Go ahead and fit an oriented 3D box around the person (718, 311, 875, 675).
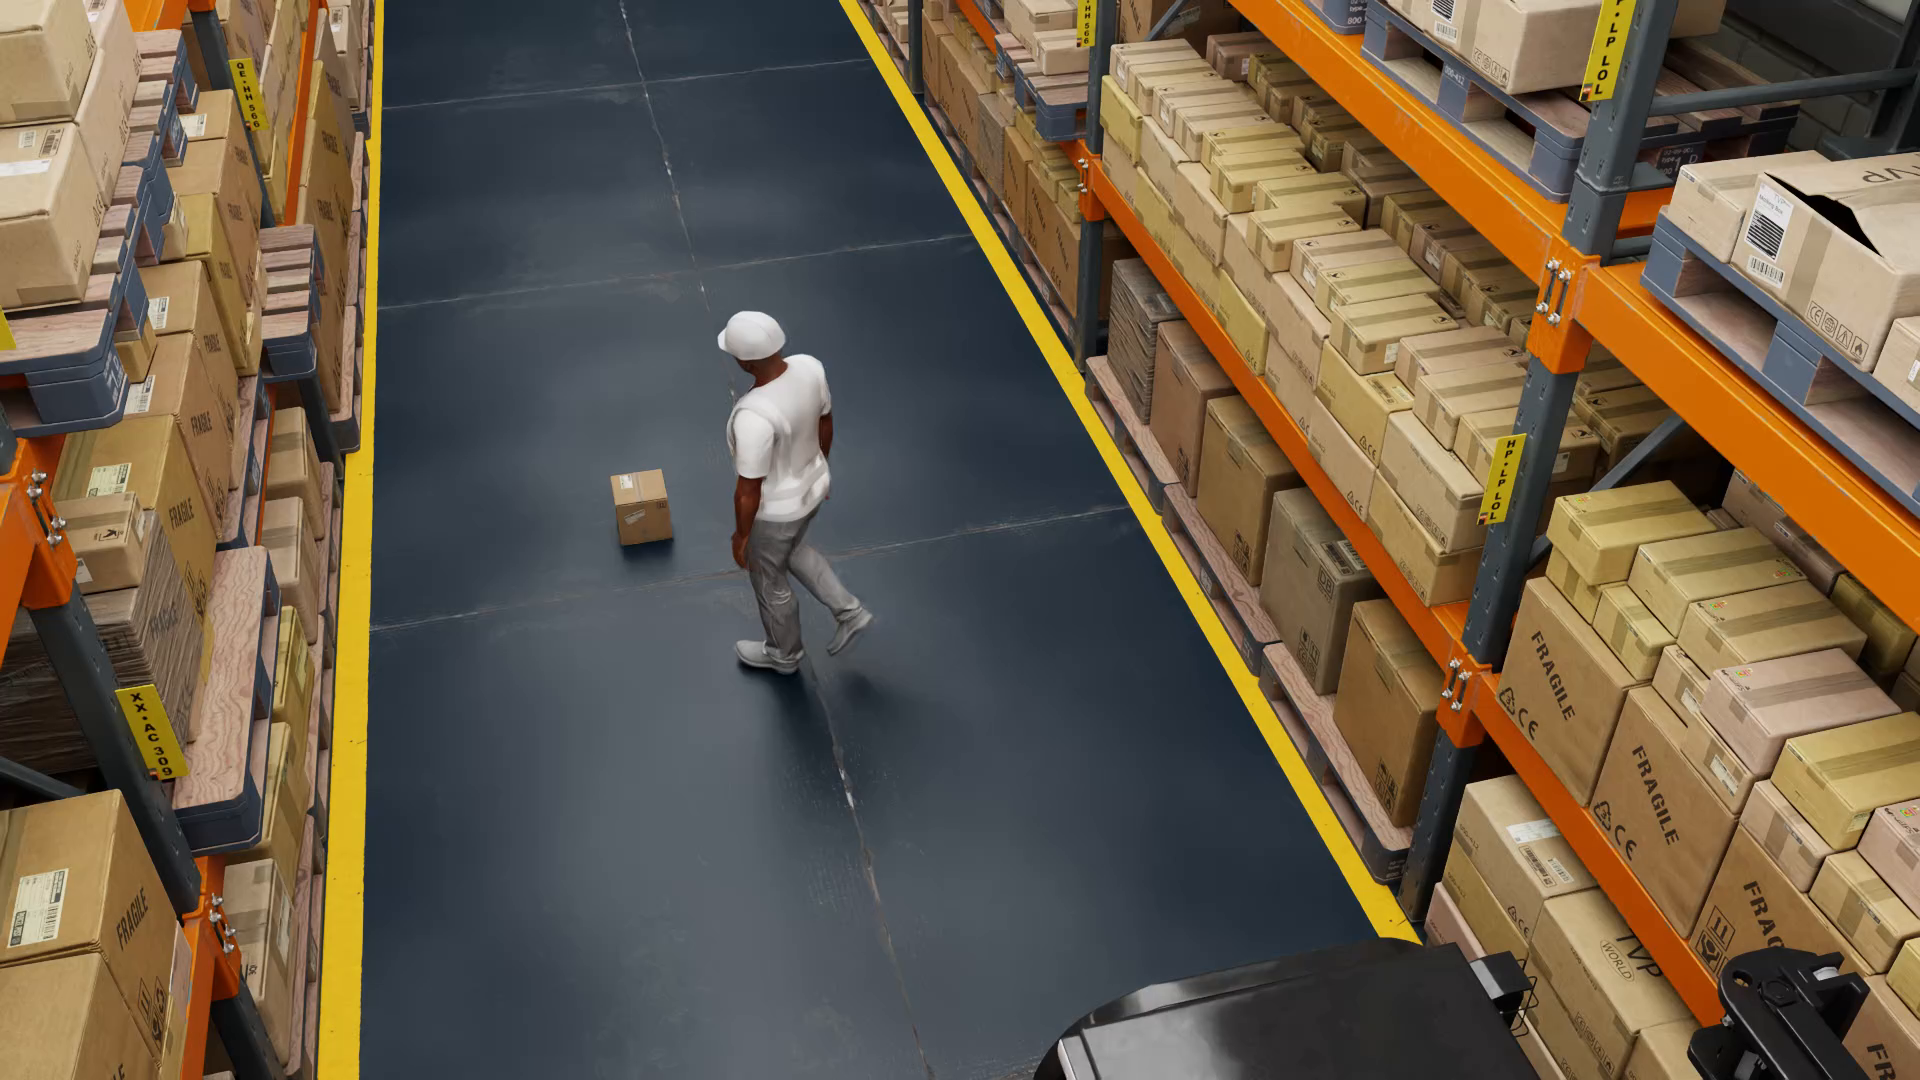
[{"bbox_3d":[-0.683,-0.165,6.883,0.604,1.761,0.629,16,41,20],"label":"person"}]
